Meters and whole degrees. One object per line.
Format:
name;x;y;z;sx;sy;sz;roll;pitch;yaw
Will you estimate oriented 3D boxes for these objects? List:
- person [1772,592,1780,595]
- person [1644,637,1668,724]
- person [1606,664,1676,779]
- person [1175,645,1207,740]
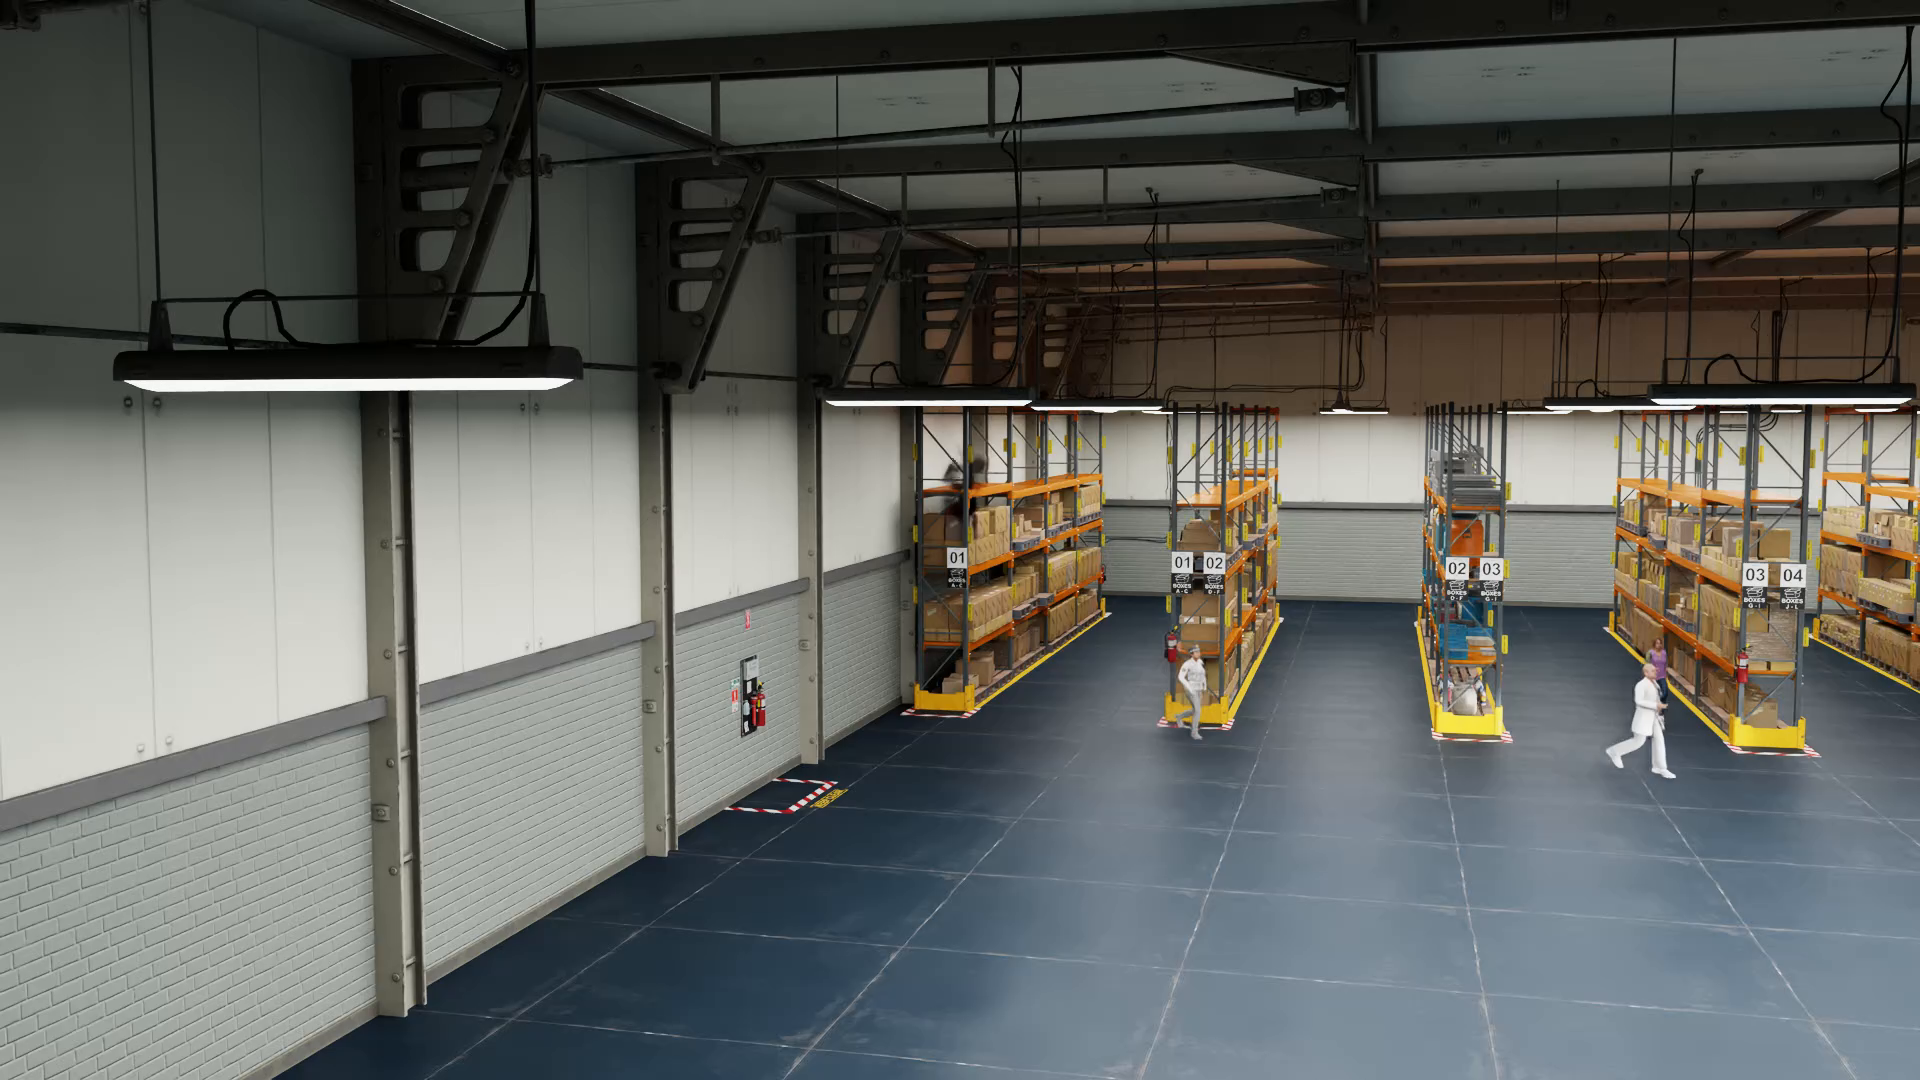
person;20.948;1.679;42.979;0.676;1.760;0.796;1;4;11
person;13.068;2.631;31.192;0.490;1.625;0.711;1;4;8
person;10.948;2.868;26.640;0.717;1.793;1.049;-4;6;-43
person;4.132;2.705;29.819;0.636;1.689;0.683;-4;6;-41
